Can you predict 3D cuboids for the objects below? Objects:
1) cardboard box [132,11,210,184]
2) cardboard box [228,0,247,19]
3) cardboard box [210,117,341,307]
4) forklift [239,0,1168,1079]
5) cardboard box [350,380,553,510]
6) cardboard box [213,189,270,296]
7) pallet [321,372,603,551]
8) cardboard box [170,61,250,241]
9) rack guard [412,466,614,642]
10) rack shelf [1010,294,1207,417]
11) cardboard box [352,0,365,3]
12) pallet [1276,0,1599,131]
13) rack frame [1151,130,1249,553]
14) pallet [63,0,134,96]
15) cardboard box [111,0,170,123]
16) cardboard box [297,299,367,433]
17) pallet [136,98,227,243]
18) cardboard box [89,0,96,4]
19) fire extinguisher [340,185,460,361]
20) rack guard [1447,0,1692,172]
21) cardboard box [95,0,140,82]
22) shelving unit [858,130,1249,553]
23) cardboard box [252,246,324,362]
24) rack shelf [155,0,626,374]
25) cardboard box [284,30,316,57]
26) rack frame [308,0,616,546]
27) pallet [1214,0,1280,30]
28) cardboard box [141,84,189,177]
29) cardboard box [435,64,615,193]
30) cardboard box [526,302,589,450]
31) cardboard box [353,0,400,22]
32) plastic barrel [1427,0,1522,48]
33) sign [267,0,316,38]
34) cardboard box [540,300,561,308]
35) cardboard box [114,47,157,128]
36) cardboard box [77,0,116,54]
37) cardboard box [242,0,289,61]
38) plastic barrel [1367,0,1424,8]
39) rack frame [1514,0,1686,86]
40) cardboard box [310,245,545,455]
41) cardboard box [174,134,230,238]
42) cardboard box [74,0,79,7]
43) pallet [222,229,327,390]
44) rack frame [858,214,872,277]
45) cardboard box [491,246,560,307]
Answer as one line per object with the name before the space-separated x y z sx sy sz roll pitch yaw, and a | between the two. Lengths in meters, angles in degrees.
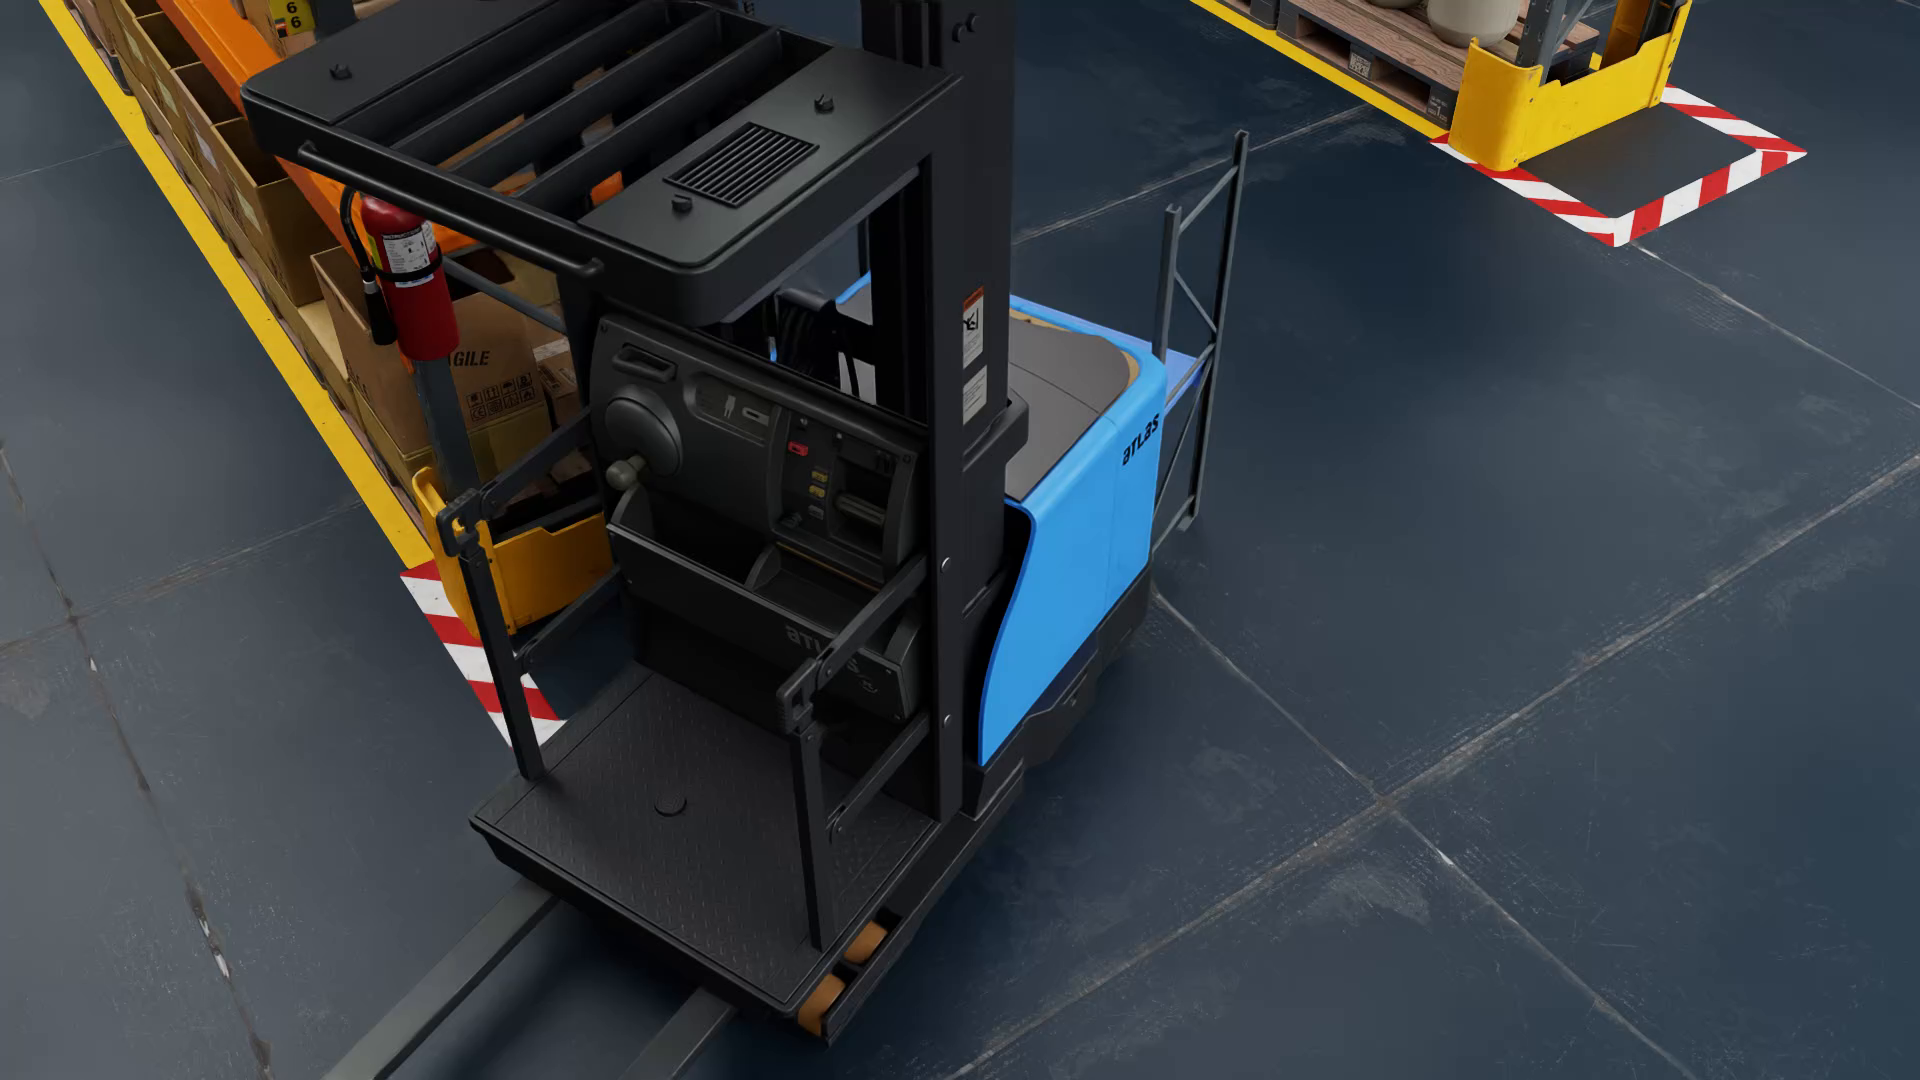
cardboard box | -2.891 -1.817 6.625 0.500 0.500 0.500 -26 49 -24
cardboard box | -2.328 -2.256 5.869 0.700 0.500 0.500 -24 49 -23
cardboard box | -2.319 -1.250 6.032 0.500 0.500 0.500 -26 49 -24
forklift | -0.614 -0.131 3.765 1.130 2.935 3.031 24 49 23
cardboard box | -1.733 -0.419 5.704 0.500 0.250 0.500 -26 49 -24
cardboard box | -2.601 -1.264 6.589 0.500 0.250 0.500 -26 49 -24
pallet | -1.656 -0.483 6.103 1.003 0.211 1.213 -26 49 -24
cardboard box | -2.604 -1.534 6.329 0.500 0.500 0.500 -26 49 -24
rack guard | -1.170 -0.157 5.553 1.175 0.500 0.348 -26 49 -24
rack shelf | 0.262 -0.545 5.496 1.000 0.185 0.538 22 48 22
cardboard box | -1.471 -1.880 4.535 0.700 0.500 0.500 -26 49 -24
pallet | 2.339 -2.508 8.224 1.003 0.211 1.213 -26 49 -24
rack frame | 0.698 -0.495 5.183 0.032 1.500 0.500 22 48 22
pallet | -3.926 -2.734 8.461 1.003 0.211 1.213 -26 49 -24
cardboard box | -3.171 -2.103 6.924 0.500 0.500 0.500 -26 49 -24
cardboard box | -2.029 -0.698 5.996 0.500 0.250 0.500 -26 49 -24
pallet | -3.051 -1.865 7.551 1.003 0.211 1.213 -26 49 -24
cardboard box | -3.939 -2.817 7.809 0.500 0.311 0.500 -26 49 -24
fire extinguisher | -1.497 -0.797 4.468 0.296 0.674 0.183 -26 49 -24
rack guard | 2.799 -2.150 7.640 1.175 0.500 0.348 -26 49 -24
cardboard box | -3.464 -2.383 7.218 0.500 0.500 0.500 -26 49 -24
shelving unit | 0.262 -0.676 5.371 1.048 1.500 0.538 22 48 22
cardboard box | -2.316 -0.980 6.292 0.500 0.250 0.500 -26 49 -24
rack shelf | -2.328 -1.948 6.139 1.077 0.370 4.000 -26 49 -24
cardboard box | -1.745 -1.676 5.261 0.700 0.500 0.500 -24 49 -23
rack frame | -1.184 -1.075 4.704 1.000 3.000 0.127 -26 49 -24
pallet | 1.645 -3.198 8.947 1.003 0.211 1.213 -26 49 -24
cardboard box | -3.174 -1.830 7.182 0.500 0.250 0.500 -26 49 -24
cardboard box | -1.440 -1.381 4.952 0.700 0.500 0.500 -26 49 -24
cardboard box | -1.308 -0.624 5.919 0.500 0.250 0.500 -26 49 -24
cardboard box | -1.559 -1.487 4.593 0.380 0.149 0.250 -27 50 -25
plastic barrel | 2.442 -2.624 7.824 0.421 0.512 0.421 0 44 0
sign | -1.637 -1.373 4.006 0.100 0.325 0.005 -26 49 -24
cardboard box | -1.597 -0.906 6.214 0.500 0.250 0.500 -26 49 -24
cardboard box | -3.455 -2.115 7.481 0.500 0.250 0.500 -26 49 -24
cardboard box | -3.947 -2.618 8.007 0.500 0.250 0.500 -26 50 -25
cardboard box | -2.024 -1.960 5.558 0.700 0.500 0.500 -25 49 -24
plastic barrel | 2.155 -2.908 8.122 0.421 0.512 0.421 0 44 0
rack frame | 2.881 -3.030 6.751 1.000 3.000 0.127 -26 49 -24
cardboard box | -1.735 -0.690 5.444 0.500 0.500 0.500 -26 49 -24
cardboard box | -2.892 -1.545 6.883 0.500 0.250 0.500 -26 49 -24
cardboard box | -4.235 -2.905 8.308 0.500 0.250 0.500 -26 50 -25
pallet | -2.349 -1.173 6.826 1.003 0.211 1.213 -26 49 -24
rack frame | -0.175 -0.856 5.560 0.032 1.500 0.500 22 48 22
cardboard box | -1.596 -1.178 5.955 0.500 0.500 0.500 -26 49 -24
